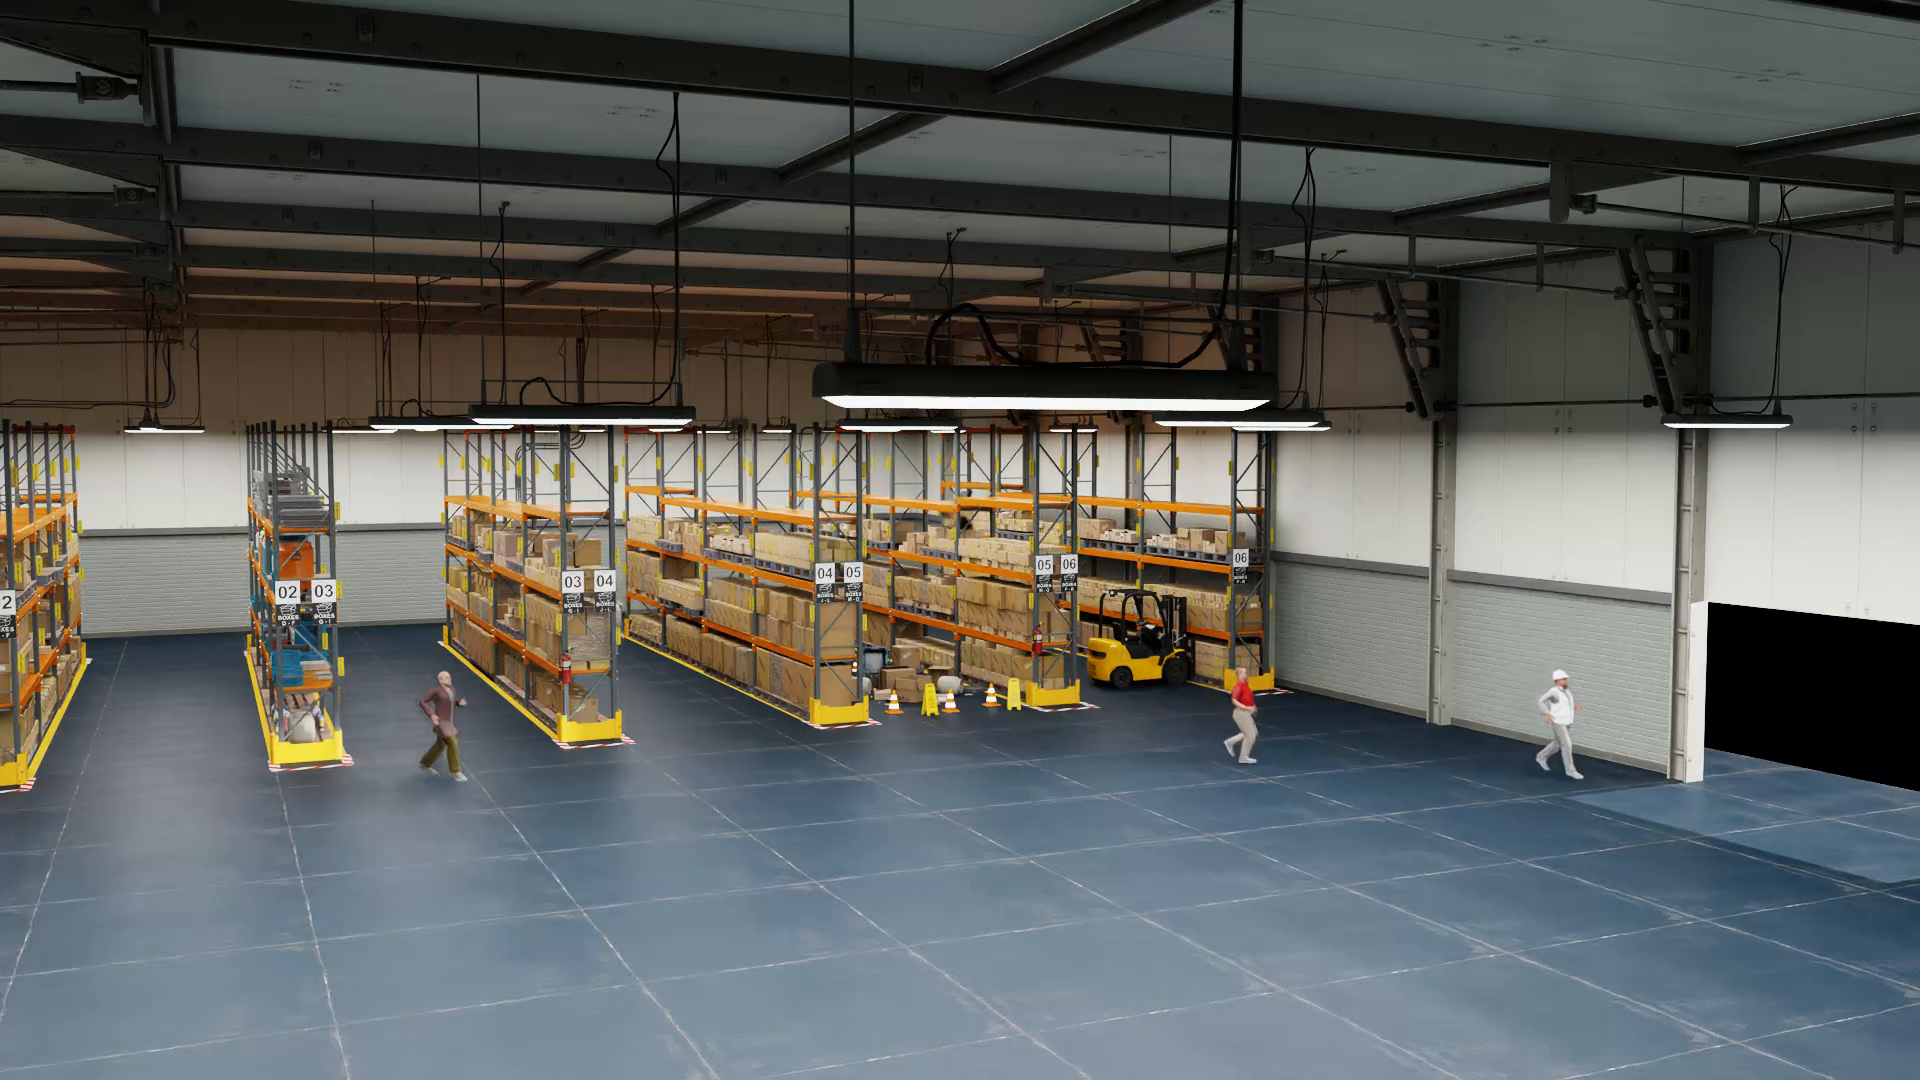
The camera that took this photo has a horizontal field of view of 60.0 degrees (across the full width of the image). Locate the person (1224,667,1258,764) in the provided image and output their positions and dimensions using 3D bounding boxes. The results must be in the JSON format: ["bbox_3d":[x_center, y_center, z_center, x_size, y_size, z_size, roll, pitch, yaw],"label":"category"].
[{"bbox_3d":[4.930,3.063,29.101,0.608,1.670,0.661,1,4,19],"label":"person"}]

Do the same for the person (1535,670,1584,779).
[{"bbox_3d":[10.067,3.062,27.878,0.659,1.764,0.948,-3,5,-41],"label":"person"}]

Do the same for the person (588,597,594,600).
[{"bbox_3d":[-10.766,1.943,47.292,0.724,1.649,0.545,0,4,4],"label":"person"}]

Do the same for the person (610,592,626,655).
[{"bbox_3d":[-9.032,2.179,43.592,0.582,1.661,0.560,-2,4,-28],"label":"person"}]

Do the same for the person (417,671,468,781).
[{"bbox_3d":[-8.630,3.098,27.775,0.935,1.832,0.675,1,4,11],"label":"person"}]
